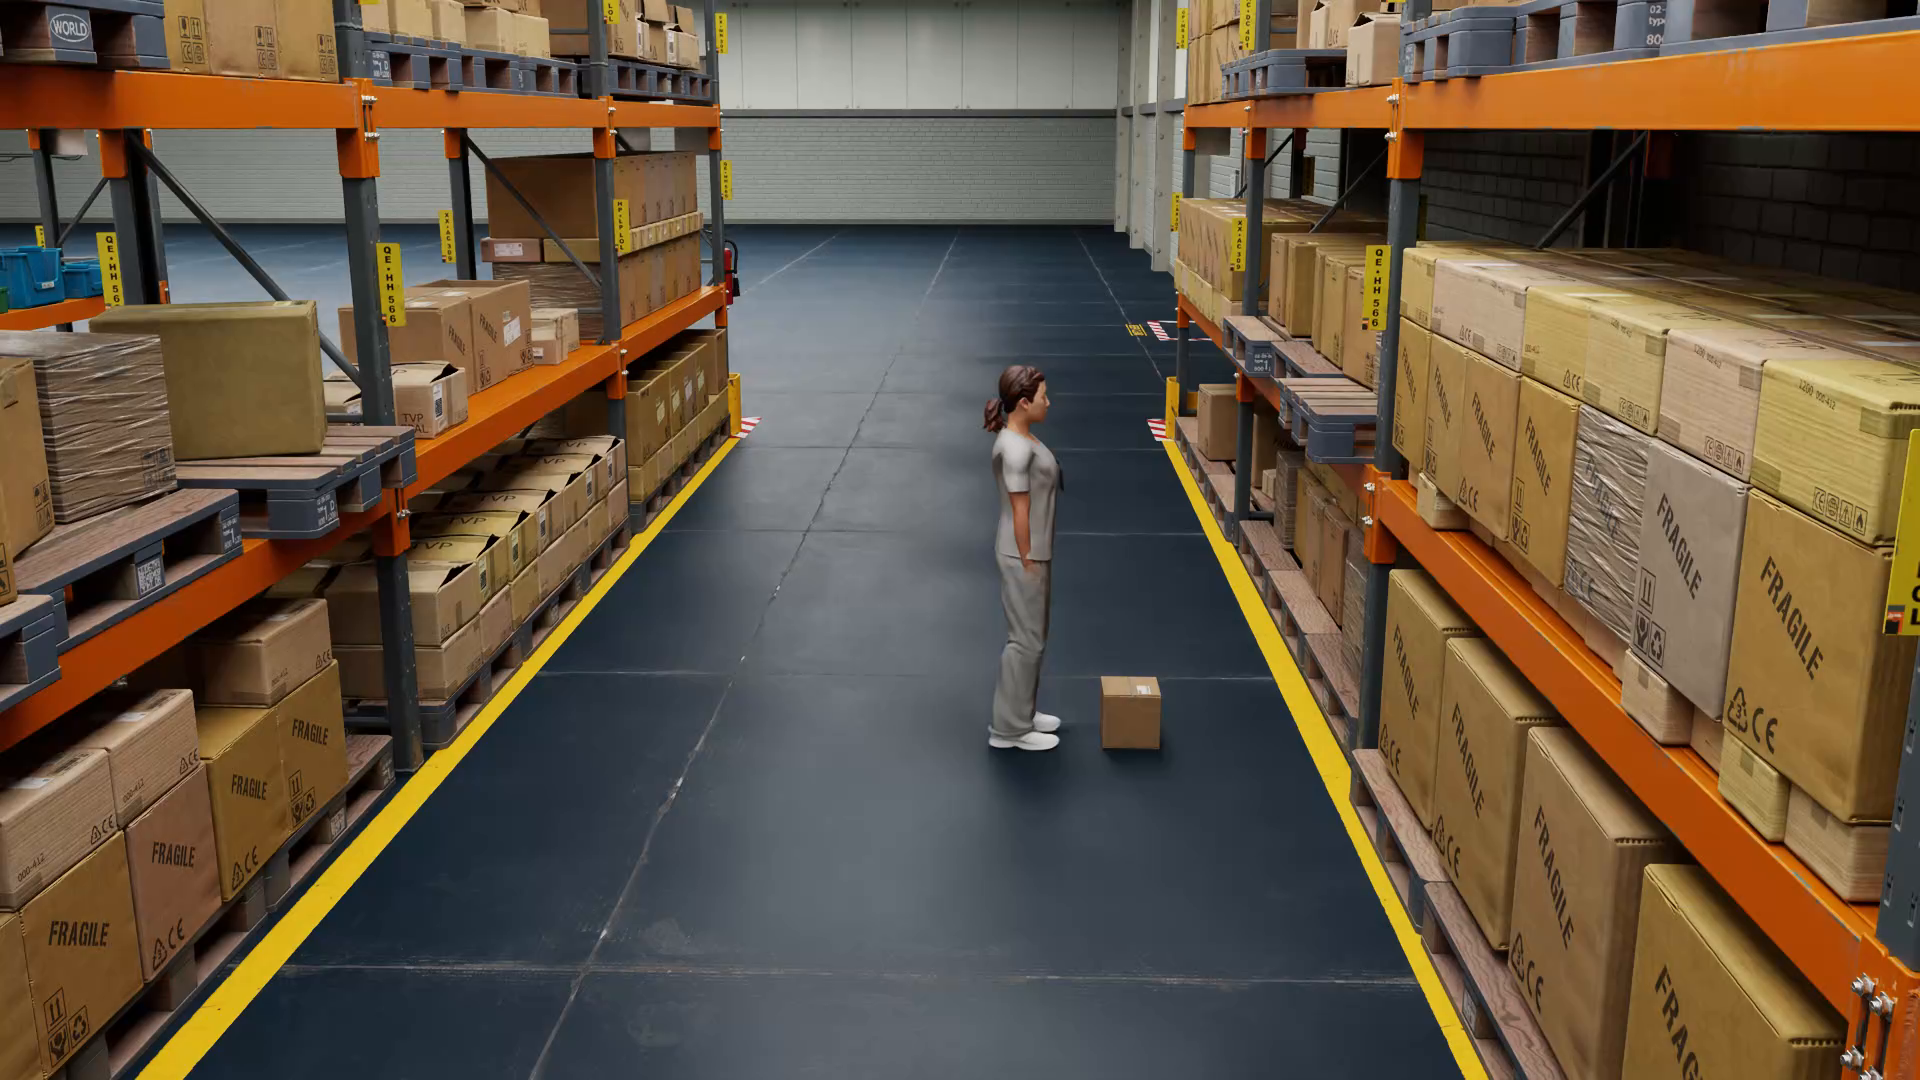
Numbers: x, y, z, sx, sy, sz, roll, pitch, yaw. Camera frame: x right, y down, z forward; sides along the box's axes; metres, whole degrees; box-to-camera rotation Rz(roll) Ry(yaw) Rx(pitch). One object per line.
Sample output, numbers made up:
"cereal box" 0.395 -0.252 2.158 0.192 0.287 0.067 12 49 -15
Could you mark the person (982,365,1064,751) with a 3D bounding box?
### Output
"person" 0.268 0.070 7.235 0.362 1.671 0.438 1 14 3
